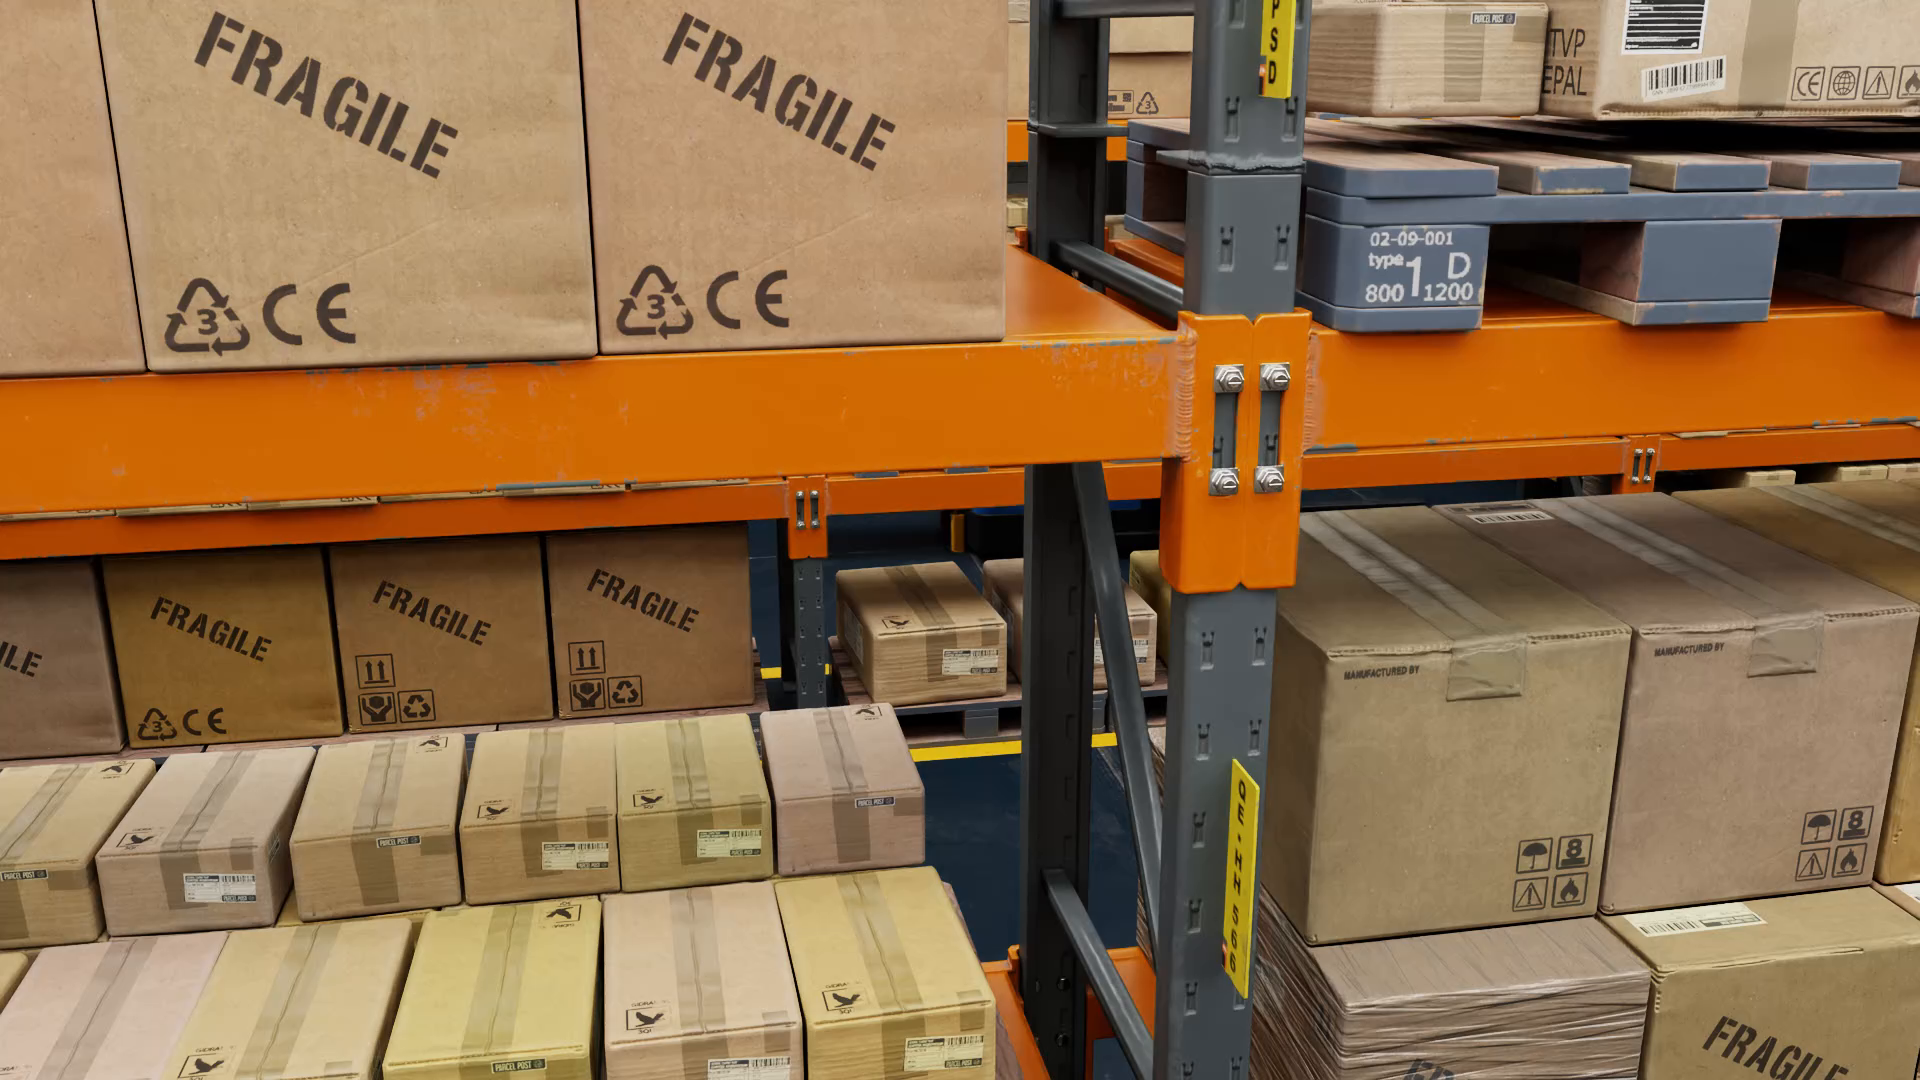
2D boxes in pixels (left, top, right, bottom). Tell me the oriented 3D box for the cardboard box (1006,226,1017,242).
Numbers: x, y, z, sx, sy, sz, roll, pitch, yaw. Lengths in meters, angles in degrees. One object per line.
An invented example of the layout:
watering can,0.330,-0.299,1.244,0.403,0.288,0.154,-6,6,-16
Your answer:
cardboard box,0.282,-2.228,12.360,0.500,0.250,0.500,-3,17,-10

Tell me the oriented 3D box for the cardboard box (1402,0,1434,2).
cardboard box,0.824,-0.834,2.823,0.250,0.166,0.380,-3,17,-10

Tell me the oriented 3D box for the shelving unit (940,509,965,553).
shelving unit,-0.543,-0.699,10.532,1.083,1.500,0.587,-3,17,-8

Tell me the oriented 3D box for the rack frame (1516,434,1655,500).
rack frame,3.167,-0.811,8.343,0.127,3.000,1.000,-3,17,-10

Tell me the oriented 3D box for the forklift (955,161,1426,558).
forklift,1.500,-1.467,10.595,3.031,2.935,1.130,-3,17,-8

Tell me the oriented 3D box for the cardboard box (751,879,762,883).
cardboard box,-0.463,0.734,3.026,0.250,0.149,0.380,-2,17,-8

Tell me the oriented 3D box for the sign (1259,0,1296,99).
sign,0.379,-0.691,1.965,0.005,0.325,0.100,-3,17,-10

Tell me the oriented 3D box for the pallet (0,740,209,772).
pallet,-3.944,0.903,7.513,1.213,0.211,1.003,-3,17,-10

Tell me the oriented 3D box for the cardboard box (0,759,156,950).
cardboard box,-1.503,0.512,2.737,0.250,0.149,0.380,-3,17,-9

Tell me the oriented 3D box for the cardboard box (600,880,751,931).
cardboard box,-0.501,0.595,2.972,0.250,0.149,0.380,-2,17,-8

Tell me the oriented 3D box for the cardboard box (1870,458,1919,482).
cardboard box,4.700,-0.356,8.447,0.250,0.149,0.380,-2,17,-7

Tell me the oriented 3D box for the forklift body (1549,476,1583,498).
forklift body,4.633,-1.427,11.795,1.214,2.155,2.313,-3,17,-10

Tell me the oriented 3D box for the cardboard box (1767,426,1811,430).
cardboard box,4.030,-0.669,8.308,0.250,0.149,0.380,-3,17,-11

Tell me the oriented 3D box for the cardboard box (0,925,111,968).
cardboard box,-1.499,0.651,2.788,0.250,0.149,0.380,-3,17,-11

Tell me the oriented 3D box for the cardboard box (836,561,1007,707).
cardboard box,-0.204,0.439,8.035,0.625,0.372,0.950,-4,18,-14

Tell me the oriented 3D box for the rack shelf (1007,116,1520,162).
rack shelf,1.203,-1.790,7.646,4.000,0.370,1.077,-3,17,-10

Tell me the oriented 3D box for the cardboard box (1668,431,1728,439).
cardboard box,3.537,-0.616,8.136,0.250,0.149,0.380,-3,17,-11

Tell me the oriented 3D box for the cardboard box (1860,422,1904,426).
cardboard box,4.536,-0.696,8.398,0.250,0.149,0.380,-3,17,-11

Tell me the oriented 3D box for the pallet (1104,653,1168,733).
pallet,1.203,0.635,8.386,1.213,0.211,1.003,-3,17,-10

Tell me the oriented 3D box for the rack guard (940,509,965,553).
rack guard,-0.050,-0.123,10.786,0.087,0.250,0.587,-3,17,-8

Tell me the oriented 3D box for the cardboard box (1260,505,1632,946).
cardboard box,0.721,0.285,2.901,0.500,0.500,0.700,-3,17,-11

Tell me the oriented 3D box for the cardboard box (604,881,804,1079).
cardboard box,-0.363,0.641,2.316,0.250,0.149,0.380,-3,17,-11

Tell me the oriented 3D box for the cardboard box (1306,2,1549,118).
cardboard box,0.636,-0.702,2.421,0.250,0.149,0.380,-4,18,-13

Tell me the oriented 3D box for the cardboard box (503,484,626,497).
cardboard box,-1.706,-0.381,7.197,0.500,0.250,0.500,-3,17,-9

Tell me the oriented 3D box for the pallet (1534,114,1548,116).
pallet,2.541,-2.151,7.919,1.003,0.211,1.213,-3,17,-10

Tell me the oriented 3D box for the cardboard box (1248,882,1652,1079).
cardboard box,0.770,0.838,2.804,0.500,0.500,0.500,-3,17,-10

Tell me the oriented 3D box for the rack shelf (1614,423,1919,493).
rack shelf,5.131,-0.579,8.812,4.000,0.370,1.077,-3,17,-10

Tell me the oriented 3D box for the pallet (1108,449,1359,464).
pallet,1.176,-0.619,8.044,1.213,0.211,1.003,-3,17,-10

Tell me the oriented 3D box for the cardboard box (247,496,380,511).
cardboard box,-2.699,-0.321,7.002,0.500,0.250,0.500,-4,17,-11

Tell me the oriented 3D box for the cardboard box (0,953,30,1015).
cardboard box,-1.386,0.699,2.127,0.250,0.149,0.380,-2,17,-8

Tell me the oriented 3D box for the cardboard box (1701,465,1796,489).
cardboard box,3.932,-0.311,8.300,0.250,0.149,0.380,-3,17,-10

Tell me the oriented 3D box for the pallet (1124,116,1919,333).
pallet,0.900,-0.562,2.744,1.003,0.211,1.213,-2,17,-8

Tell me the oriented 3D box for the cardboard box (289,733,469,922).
cardboard box,-0.978,0.481,2.837,0.250,0.149,0.380,-4,18,-13

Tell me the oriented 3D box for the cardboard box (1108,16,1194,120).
cardboard box,0.732,-2.165,7.466,0.637,0.503,0.797,-3,17,-10

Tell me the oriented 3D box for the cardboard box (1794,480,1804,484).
cardboard box,4.321,-0.044,8.537,0.500,0.500,0.500,-3,17,-8

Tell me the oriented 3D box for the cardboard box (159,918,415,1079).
cardboard box,-0.882,0.671,2.216,0.250,0.149,0.380,-3,17,-9

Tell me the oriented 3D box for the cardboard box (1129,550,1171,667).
cardboard box,1.265,0.355,8.309,0.625,0.372,0.950,-3,17,-9

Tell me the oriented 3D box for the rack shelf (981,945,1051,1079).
rack shelf,-1.686,1.288,2.733,4.000,0.370,1.077,-3,17,-10

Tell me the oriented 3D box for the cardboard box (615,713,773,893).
cardboard box,-0.476,0.454,2.925,0.250,0.149,0.380,-4,17,-12

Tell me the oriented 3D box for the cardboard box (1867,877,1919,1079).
cardboard box,1.764,0.781,2.990,0.500,0.500,0.500,-3,17,-10

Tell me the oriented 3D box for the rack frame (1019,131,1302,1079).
rack frame,0.278,0.833,2.990,0.127,3.000,1.000,-3,17,-10

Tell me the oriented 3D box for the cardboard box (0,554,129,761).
cardboard box,-4.094,0.392,7.331,0.875,0.875,0.875,-3,17,-9

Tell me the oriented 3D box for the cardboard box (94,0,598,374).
cardboard box,-0.723,-0.512,2.090,0.500,0.500,0.500,-3,17,-10

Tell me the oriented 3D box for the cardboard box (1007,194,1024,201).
cardboard box,0.330,-2.570,12.797,0.250,0.149,0.380,-3,17,-10

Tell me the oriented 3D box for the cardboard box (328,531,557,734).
cardboard box,-2.331,0.290,7.663,0.875,0.875,0.875,-3,17,-10

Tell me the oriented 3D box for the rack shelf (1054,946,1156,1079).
rack shelf,2.242,1.066,3.459,4.000,0.370,1.077,-3,17,-10

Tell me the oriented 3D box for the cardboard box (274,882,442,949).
cardboard box,-1.010,0.625,2.874,0.250,0.149,0.380,-3,17,-10

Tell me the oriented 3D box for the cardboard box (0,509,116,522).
cardboard box,-3.698,-0.271,6.842,0.500,0.250,0.500,-4,17,-12

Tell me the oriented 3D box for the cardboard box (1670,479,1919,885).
cardboard box,1.720,0.227,3.089,0.500,0.500,0.700,-4,17,-11

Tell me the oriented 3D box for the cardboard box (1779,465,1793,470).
cardboard box,4.196,-0.195,9.029,0.500,0.500,0.500,-3,17,-9

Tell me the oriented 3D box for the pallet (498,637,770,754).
pallet,-1.549,0.767,7.955,1.213,0.211,1.003,-3,17,-10
